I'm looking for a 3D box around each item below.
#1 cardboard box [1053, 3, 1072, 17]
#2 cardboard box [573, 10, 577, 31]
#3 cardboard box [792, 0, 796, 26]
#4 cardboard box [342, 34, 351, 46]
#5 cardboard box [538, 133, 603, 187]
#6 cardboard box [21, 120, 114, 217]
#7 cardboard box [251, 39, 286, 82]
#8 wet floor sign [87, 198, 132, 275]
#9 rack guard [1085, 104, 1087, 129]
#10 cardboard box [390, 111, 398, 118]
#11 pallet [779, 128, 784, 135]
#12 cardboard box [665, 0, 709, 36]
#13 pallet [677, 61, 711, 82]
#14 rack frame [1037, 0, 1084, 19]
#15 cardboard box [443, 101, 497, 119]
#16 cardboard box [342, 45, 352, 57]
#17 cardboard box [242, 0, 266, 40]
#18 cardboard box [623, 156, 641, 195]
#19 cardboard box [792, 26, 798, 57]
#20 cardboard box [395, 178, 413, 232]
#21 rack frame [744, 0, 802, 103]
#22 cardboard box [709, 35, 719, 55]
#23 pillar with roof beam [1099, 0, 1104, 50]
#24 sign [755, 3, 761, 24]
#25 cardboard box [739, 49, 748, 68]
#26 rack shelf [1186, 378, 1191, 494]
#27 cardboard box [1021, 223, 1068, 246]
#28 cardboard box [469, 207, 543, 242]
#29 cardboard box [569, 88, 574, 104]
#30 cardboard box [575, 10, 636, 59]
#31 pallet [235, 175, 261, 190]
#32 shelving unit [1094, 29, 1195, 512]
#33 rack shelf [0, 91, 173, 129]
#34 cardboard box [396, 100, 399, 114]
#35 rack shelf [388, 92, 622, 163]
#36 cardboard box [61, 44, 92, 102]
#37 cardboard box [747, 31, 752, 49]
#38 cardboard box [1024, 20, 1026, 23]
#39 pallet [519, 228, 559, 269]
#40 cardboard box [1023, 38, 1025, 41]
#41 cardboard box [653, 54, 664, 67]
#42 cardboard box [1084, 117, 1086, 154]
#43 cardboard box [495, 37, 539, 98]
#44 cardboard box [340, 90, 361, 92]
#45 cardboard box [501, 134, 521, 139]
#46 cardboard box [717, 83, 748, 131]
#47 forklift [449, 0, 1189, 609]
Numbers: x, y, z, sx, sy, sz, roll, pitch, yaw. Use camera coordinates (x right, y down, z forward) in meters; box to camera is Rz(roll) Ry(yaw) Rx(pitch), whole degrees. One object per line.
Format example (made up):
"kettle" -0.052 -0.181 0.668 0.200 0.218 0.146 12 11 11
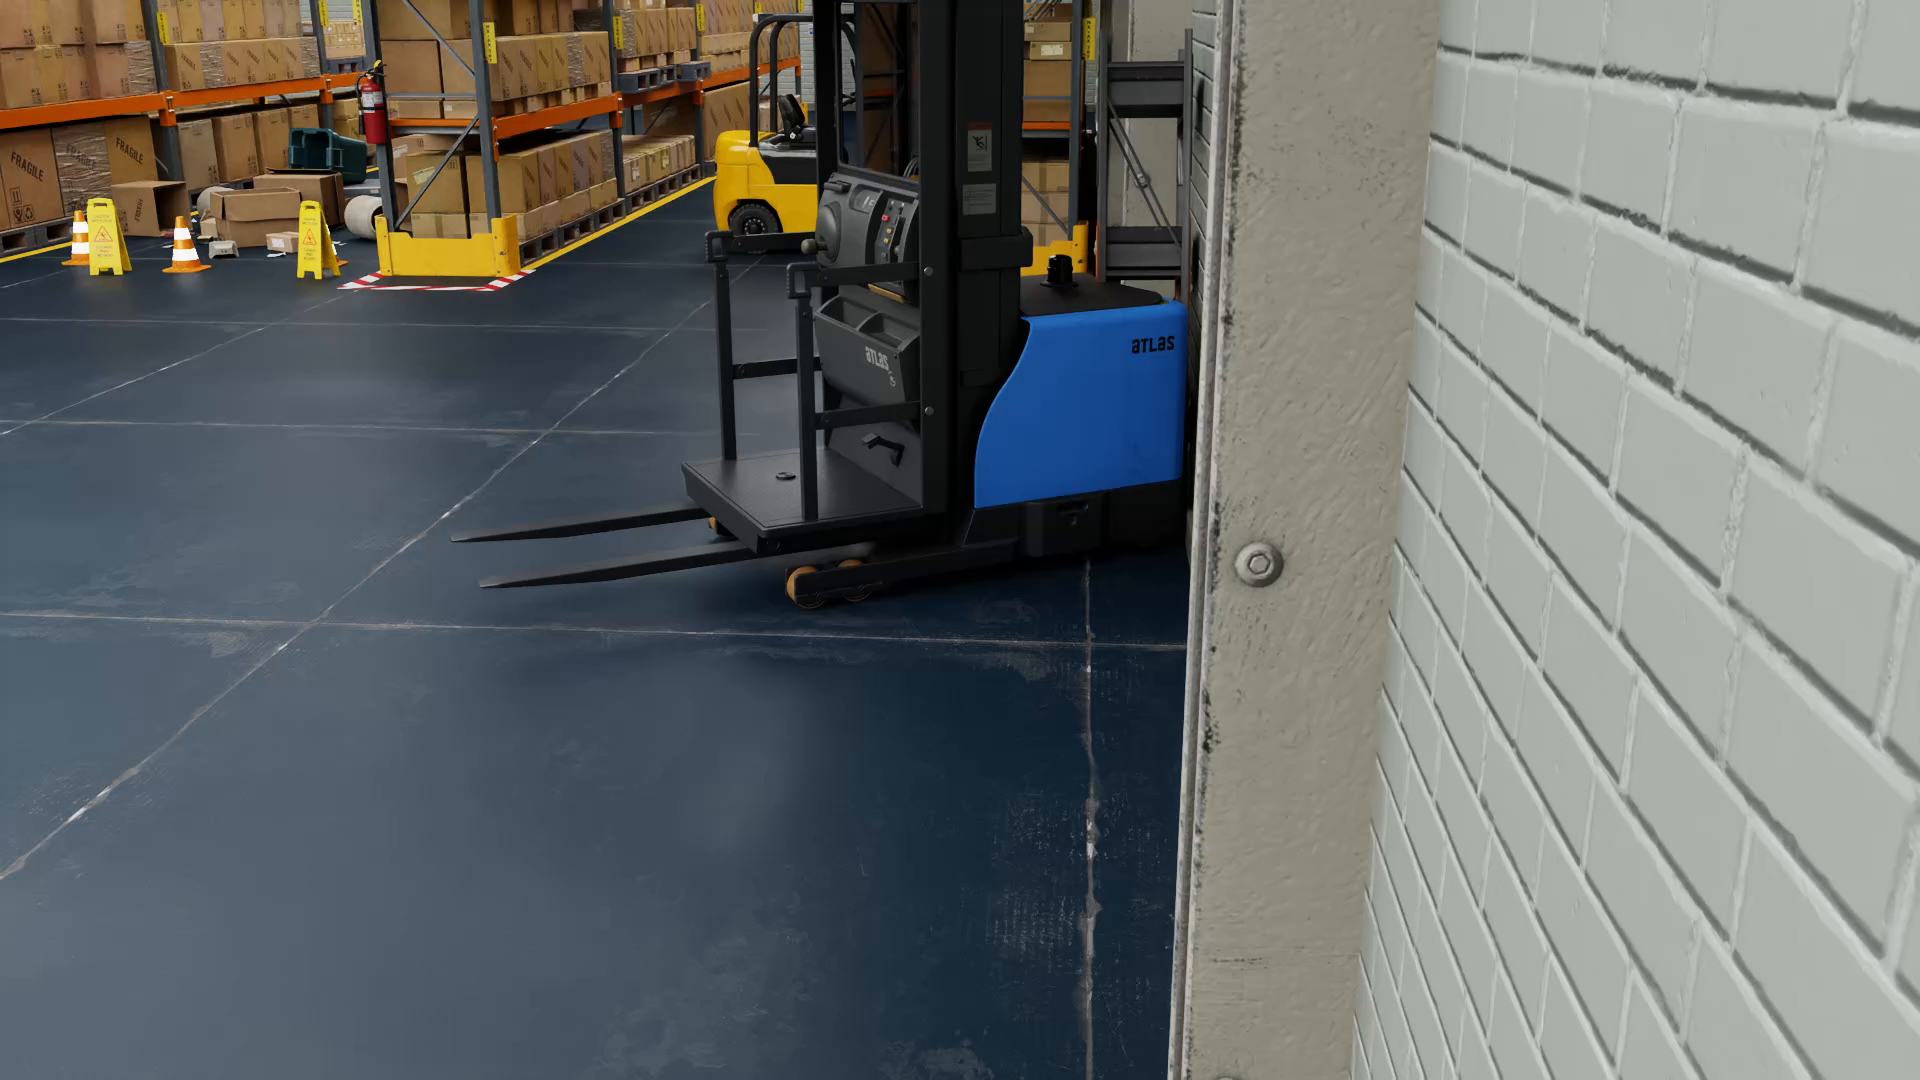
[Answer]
"cardboard box" 1.725 -8.239 26.310 0.500 0.500 0.500 1 18 2
"cardboard box" -4.368 -5.518 18.134 0.500 0.500 0.500 1 18 3
"cardboard box" -3.109 -9.076 28.538 0.500 0.500 0.500 2 18 6
"cardboard box" -8.562 -6.837 22.723 0.380 0.149 0.250 1 18 2
"cardboard box" -3.982 -3.883 16.993 0.500 0.500 0.500 2 18 5
"cardboard box" -9.293 -3.776 16.869 0.875 0.875 0.875 1 18 4
"cardboard box" -8.668 -5.894 20.433 0.500 0.500 0.500 1 18 3
"wet floor sign" -7.431 -2.646 14.462 0.267 0.644 0.232 -2 18 -6
"rack guard" 1.634 -7.387 29.165 1.175 0.500 0.348 1 18 4
"cardboard box" -8.423 -6.003 24.265 0.500 0.500 0.500 1 18 3
"pallet" -3.381 -6.755 27.700 1.003 0.211 1.213 1 18 4
"cardboard box" -3.606 -6.894 21.879 0.500 0.500 0.500 1 18 2
"pallet" -3.830 -5.909 20.946 1.213 0.211 1.003 1 18 4
"rack frame" 1.066 -6.114 21.265 1.000 3.000 0.127 1 18 4
"cardboard box" -4.228 -3.720 14.364 0.380 0.149 0.250 1 18 4
"cardboard box" -8.558 -6.684 22.735 0.380 0.149 0.250 2 18 7
"cardboard box" -8.942 -6.370 20.279 0.700 0.500 0.500 1 18 3
"cardboard box" -4.137 -4.095 18.649 0.950 0.372 0.625 2 18 5
"cardboard box" -3.083 -8.600 28.691 0.500 0.500 0.500 1 18 4
"cardboard box" -5.606 -3.492 17.274 0.500 0.500 0.500 17 25 41
"rack frame" -3.312 -8.708 29.182 1.000 3.000 0.127 1 18 4
"cardboard box" -3.565 -6.702 22.498 0.500 0.250 0.500 2 18 5
"pillar with roof beam" -1.993 -10.499 25.014 9.100 9.000 0.400 1 18 4
"sign" -3.057 -7.969 25.195 0.100 0.325 0.005 1 18 4
"cardboard box" -3.417 -7.092 24.489 0.500 0.250 0.500 1 18 3
"rack shelf" 0.828 -0.491 7.658 0.431 0.518 0.480 0 7 4
"cardboard box" 0.722 -2.670 14.497 0.500 0.250 0.500 1 18 4
"cardboard box" -4.125 -2.876 15.125 0.500 0.250 0.500 1 18 3
"cardboard box" -4.009 -4.361 16.318 0.380 0.149 0.250 1 18 3
"cardboard box" -3.853 -5.509 18.105 0.500 0.500 0.500 2 18 5
"pallet" -9.052 -4.357 20.380 1.003 0.211 1.213 1 18 4
"shelving unit" 0.827 -1.200 7.578 0.431 2.100 0.503 0 7 4
"rack shelf" -9.260 -4.097 16.266 1.077 0.370 4.000 1 18 4
"cardboard box" -4.738 -3.822 14.672 0.380 0.149 0.250 1 18 3
"rack shelf" -4.316 -4.018 16.024 1.077 0.370 4.000 1 18 4
"cardboard box" -9.304 -4.680 16.649 0.875 0.550 0.550 1 18 4
"cardboard box" -3.388 -7.490 24.902 0.500 0.250 0.500 1 18 4
"cardboard box" 0.412 -4.719 15.327 0.380 0.149 0.250 2 18 5
"pallet" -4.360 -2.689 15.290 1.003 0.211 1.213 1 18 4
"cardboard box" 0.413 -4.574 15.361 0.380 0.149 0.250 1 18 4
"cardboard box" -3.696 -5.630 19.517 0.380 0.149 0.250 2 18 6
"cardboard box" 1.468 -5.566 22.933 0.500 0.500 0.500 2 18 7
"cardboard box" -4.114 -4.230 14.876 0.500 0.500 0.500 2 18 6
"cardboard box" -8.896 -6.524 24.652 0.500 0.250 0.500 2 18 5
"cardboard box" -4.604 -4.081 16.555 0.380 0.149 0.250 2 18 7
"cardboard box" -3.620 -6.181 24.206 0.875 0.875 0.875 2 18 6
"forklift" -0.567 -1.307 6.704 3.031 2.935 1.130 -9 20 -25
